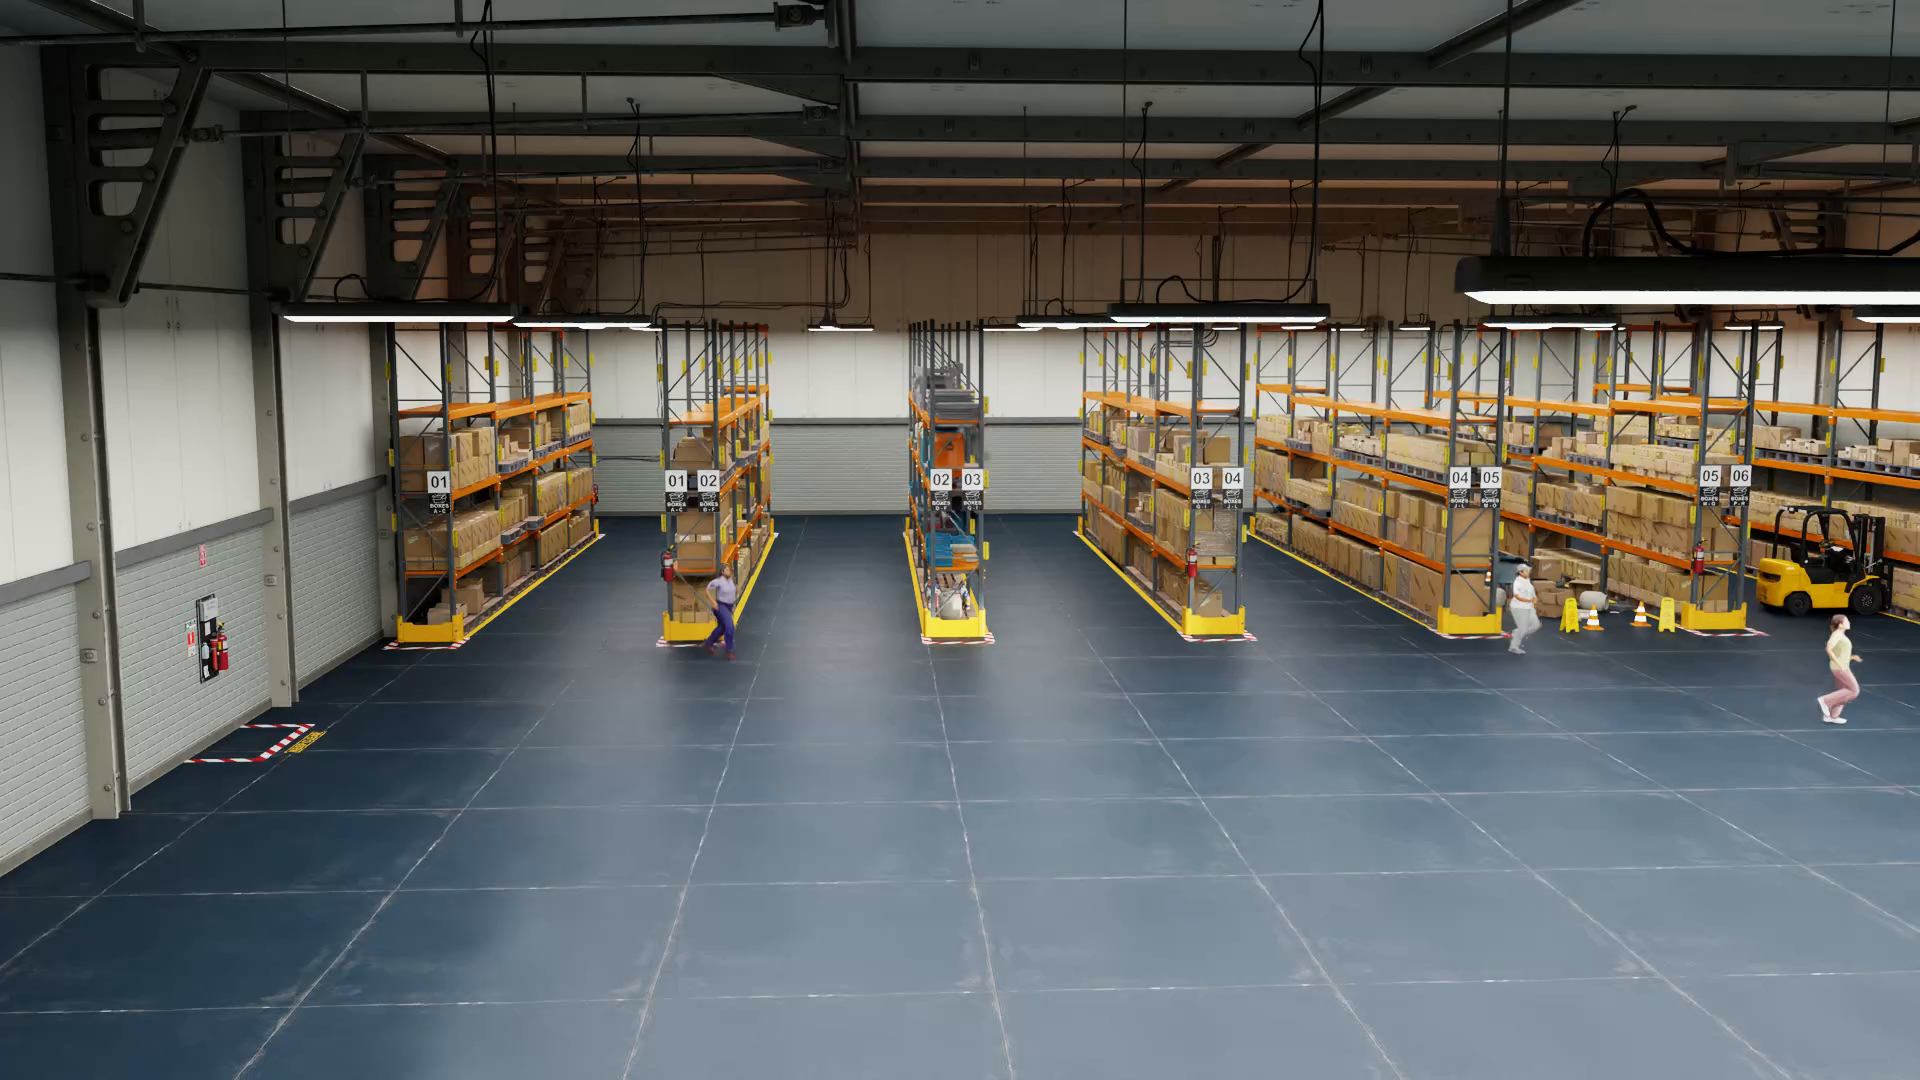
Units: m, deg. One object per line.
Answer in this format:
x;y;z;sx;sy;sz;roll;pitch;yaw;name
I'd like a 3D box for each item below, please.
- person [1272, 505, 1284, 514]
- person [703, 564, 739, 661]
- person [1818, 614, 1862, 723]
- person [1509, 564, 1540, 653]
9.562;-1.102;49.302;0.469;1.518;0.790;5;9;35;person
-4.220;1.273;29.576;0.749;1.699;0.614;2;7;19;person
12.980;1.897;24.513;0.547;1.625;0.588;3;8;26;person
10.141;1.233;29.860;0.563;1.625;0.617;7;10;43;person
